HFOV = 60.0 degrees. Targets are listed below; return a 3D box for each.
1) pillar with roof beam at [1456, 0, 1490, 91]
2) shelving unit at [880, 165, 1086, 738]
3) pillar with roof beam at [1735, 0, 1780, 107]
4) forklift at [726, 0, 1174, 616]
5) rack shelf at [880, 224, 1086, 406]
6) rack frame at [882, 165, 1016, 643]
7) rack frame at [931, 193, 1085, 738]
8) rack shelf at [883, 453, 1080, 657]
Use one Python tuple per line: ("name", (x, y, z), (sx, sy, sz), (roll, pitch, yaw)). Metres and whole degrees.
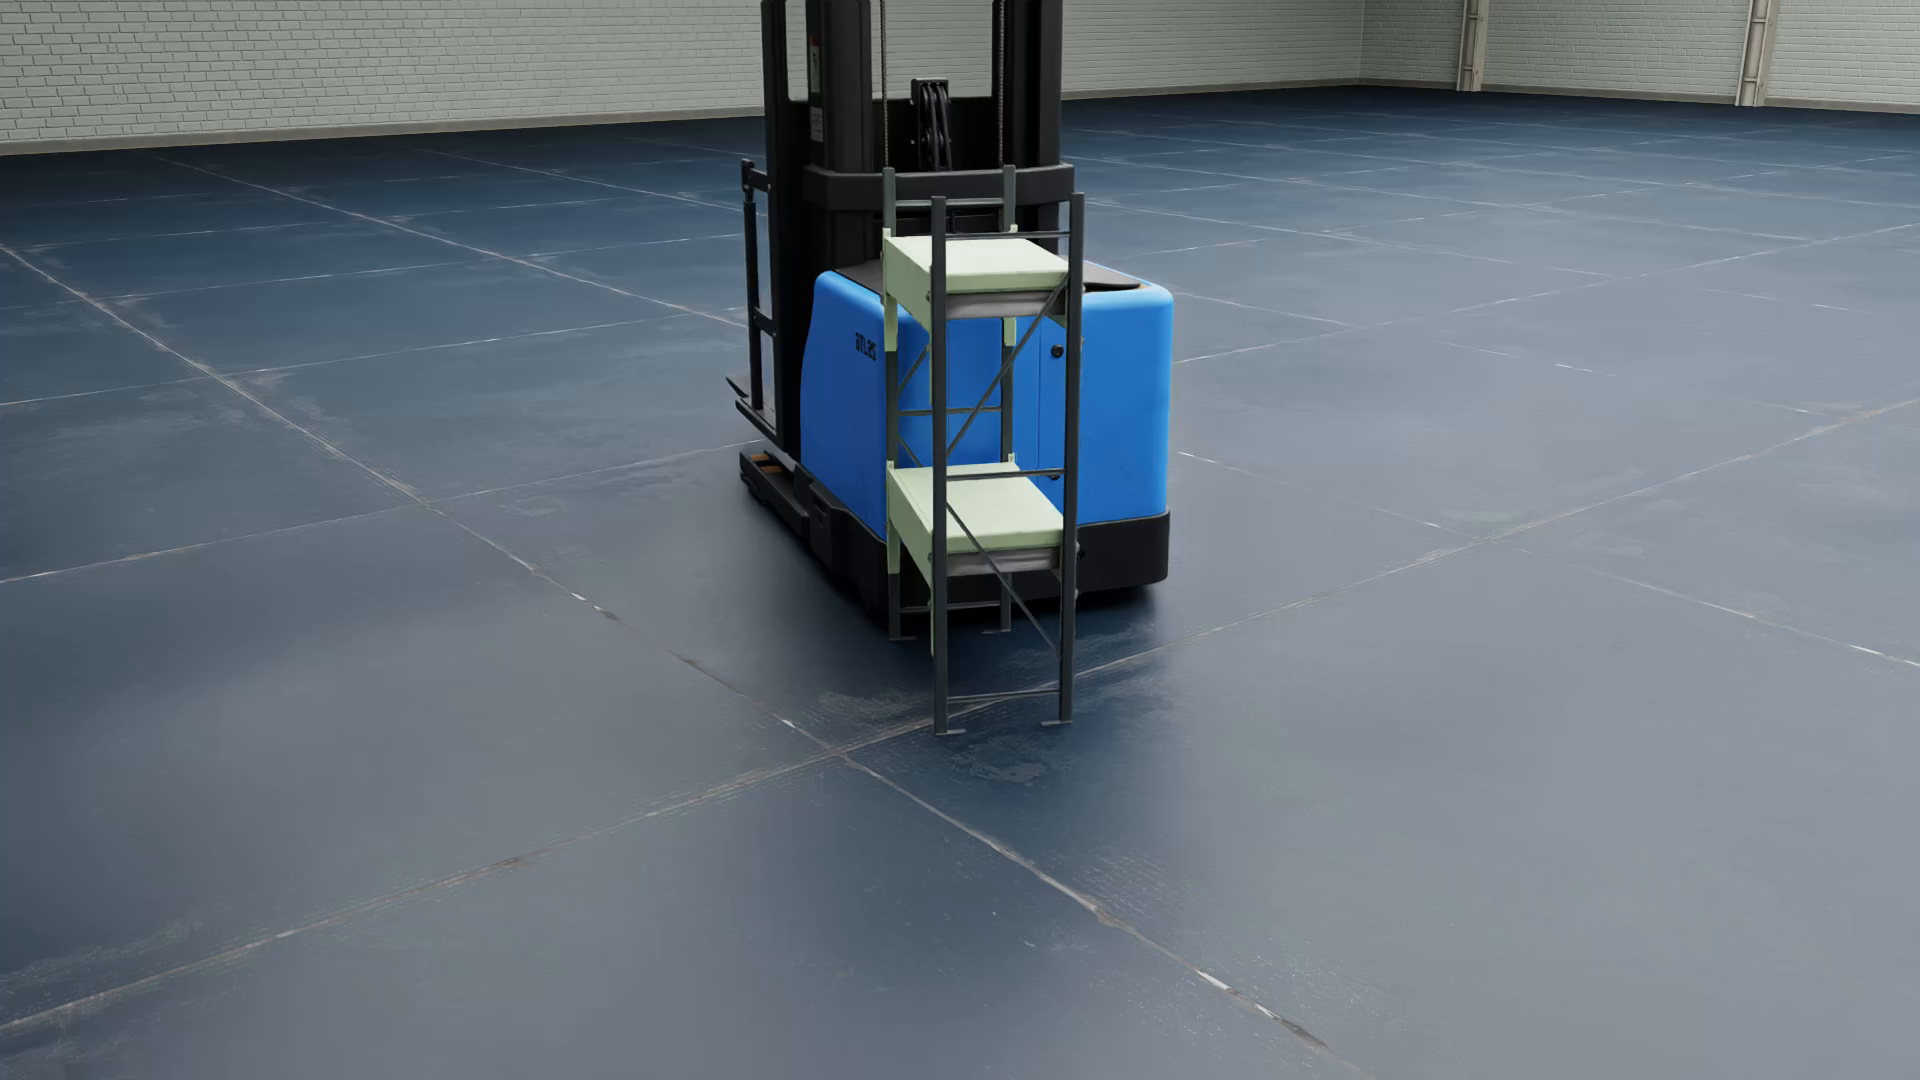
("pillar with roof beam", (7.208, -12.780, 30.642), (9.100, 9.000, 0.400), (-14, 23, -36))
("shelving unit", (0.046, -0.285, 4.836), (0.431, 1.500, 0.755), (-4, 19, -12))
("pillar with roof beam", (10.933, -11.302, 26.178), (9.100, 9.000, 0.400), (-14, 23, -36))
("forklift", (-0.278, -1.571, 6.443), (1.130, 2.935, 3.031), (-7, 20, -20))
("rack shelf", (0.046, -0.655, 4.713), (0.431, 0.370, 0.720), (-4, 19, -12))
("rack frame", (-0.031, -0.397, 5.176), (0.400, 1.500, 0.023), (-4, 19, -12))
("rack frame", (0.124, -0.172, 4.497), (0.400, 1.500, 0.023), (-4, 19, -12))
("rack shelf", (0.046, 0.025, 4.939), (0.431, 0.370, 0.720), (-4, 19, -12))
